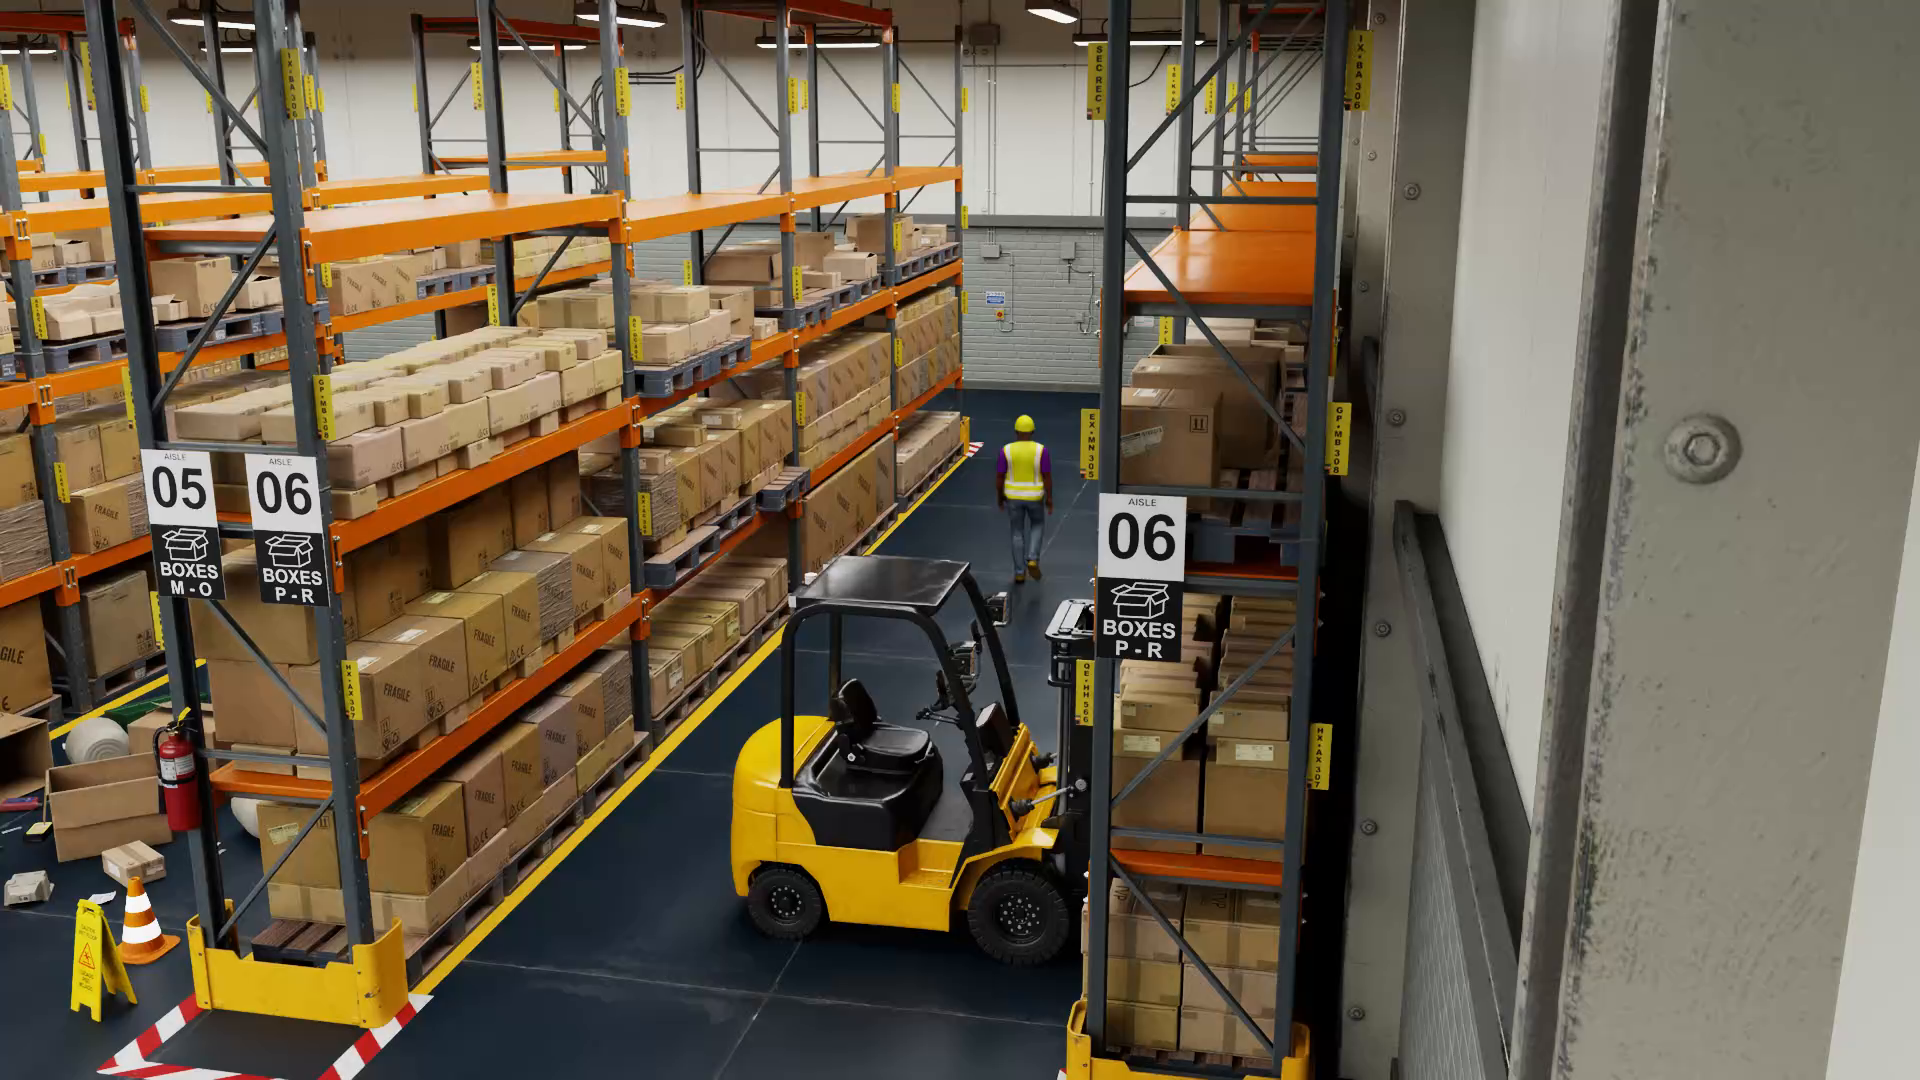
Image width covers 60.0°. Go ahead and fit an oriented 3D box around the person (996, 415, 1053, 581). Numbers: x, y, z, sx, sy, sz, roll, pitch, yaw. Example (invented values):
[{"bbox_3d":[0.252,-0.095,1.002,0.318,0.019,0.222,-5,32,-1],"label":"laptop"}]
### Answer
[{"bbox_3d":[0.684,-0.446,17.640,0.608,1.801,0.477,0,15,2],"label":"person"}]
